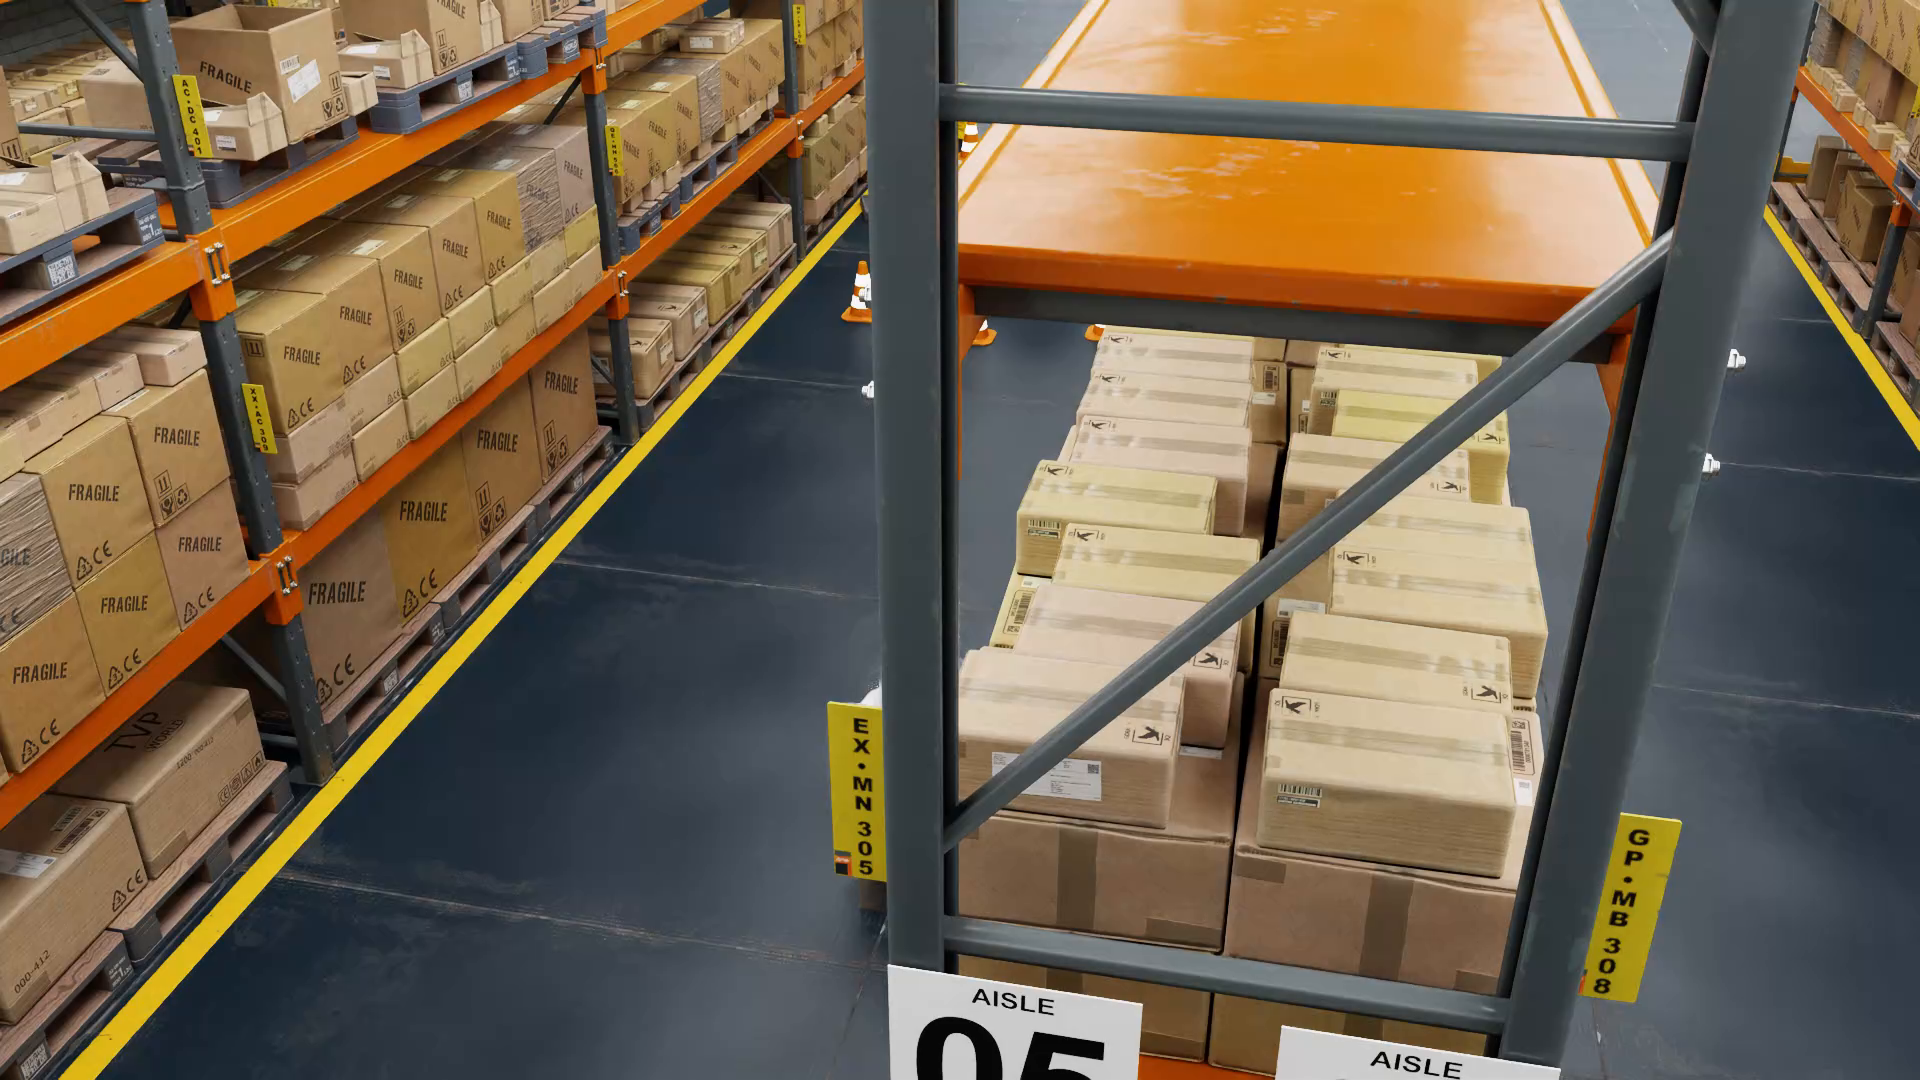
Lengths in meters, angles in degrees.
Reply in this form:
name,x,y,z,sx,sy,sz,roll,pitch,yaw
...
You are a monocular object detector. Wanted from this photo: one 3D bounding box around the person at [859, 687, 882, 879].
name,x,y,z,sx,sy,sz,roll,pitch,yaw
person,-0.203,1.005,7.542,0.585,1.018,0.882,6,29,11
